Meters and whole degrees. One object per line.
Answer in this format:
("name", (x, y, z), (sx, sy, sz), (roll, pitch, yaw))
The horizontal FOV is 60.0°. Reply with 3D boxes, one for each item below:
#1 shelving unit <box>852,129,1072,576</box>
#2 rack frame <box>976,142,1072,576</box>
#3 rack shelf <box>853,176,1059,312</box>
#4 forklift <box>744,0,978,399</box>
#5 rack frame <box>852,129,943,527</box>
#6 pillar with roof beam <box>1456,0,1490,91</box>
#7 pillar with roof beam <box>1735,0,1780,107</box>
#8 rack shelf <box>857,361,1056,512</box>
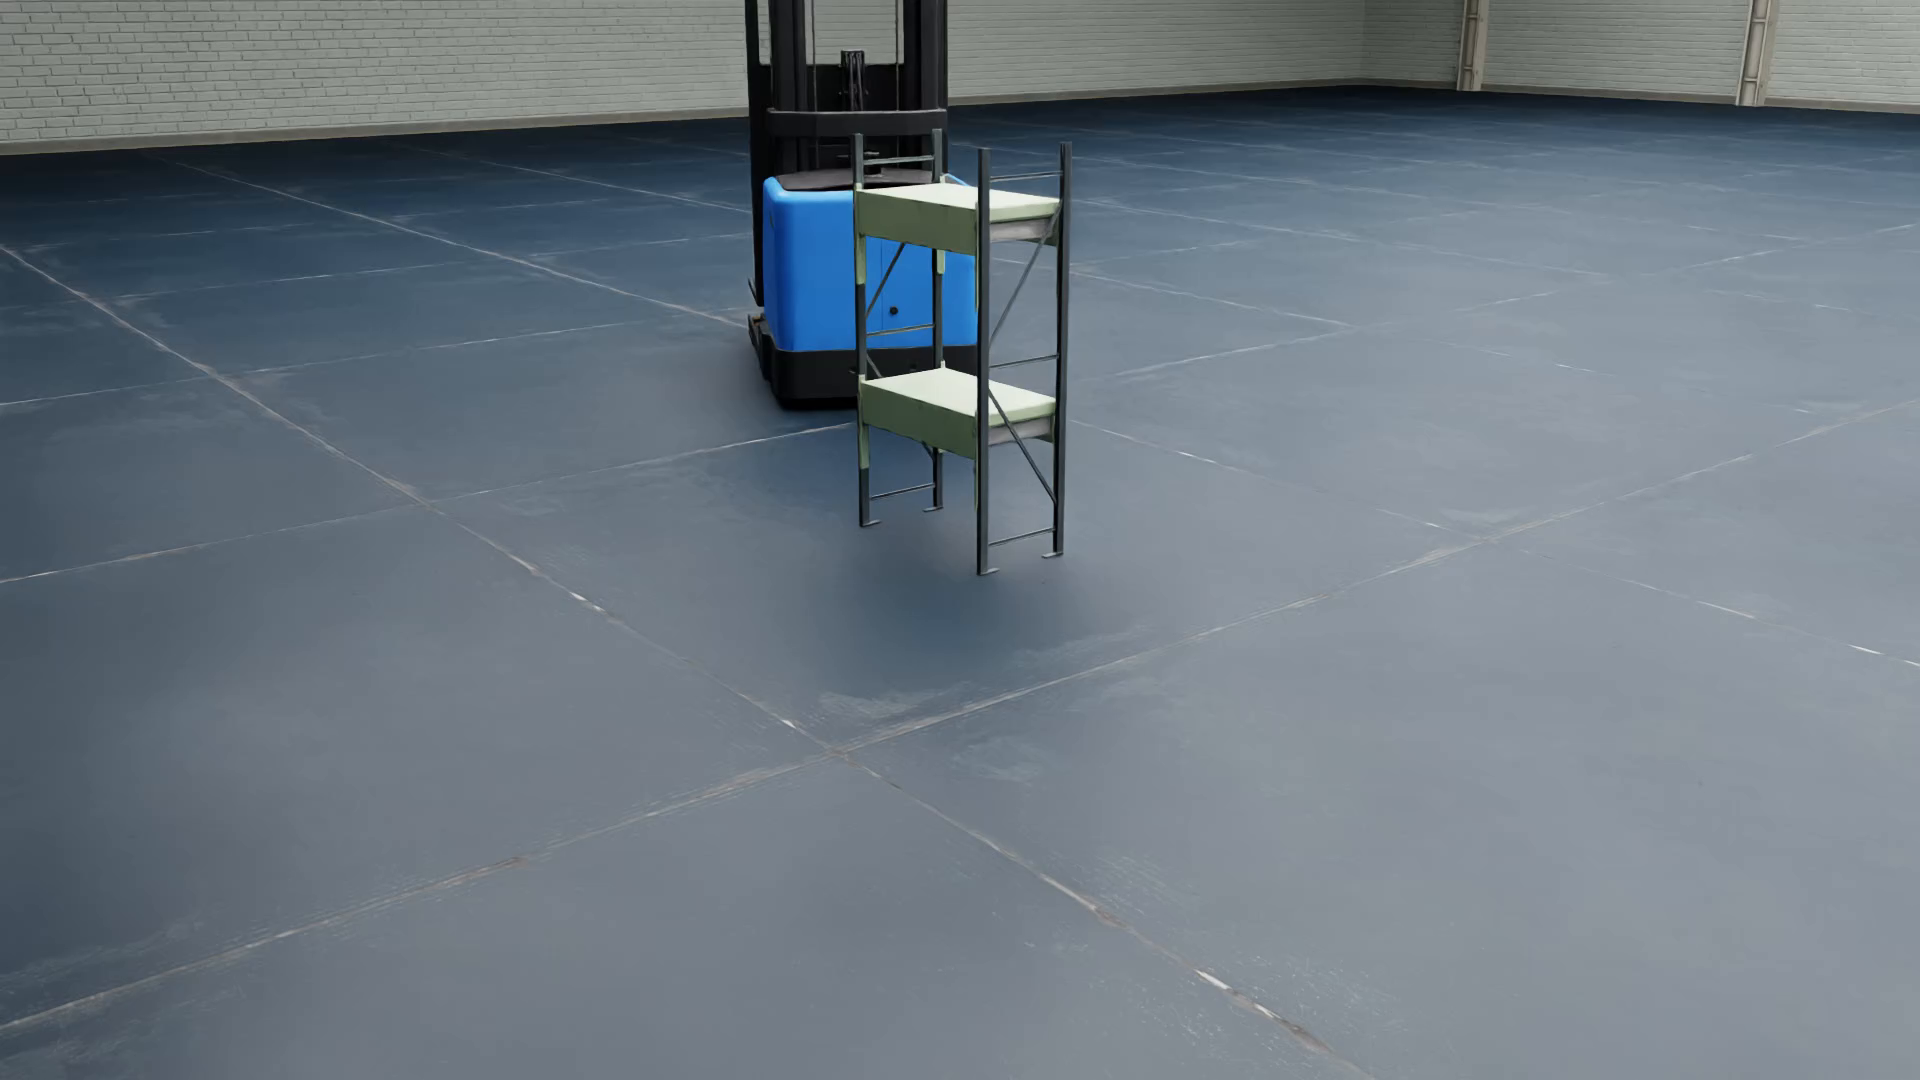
("shelving unit", (-0.004, -0.714, 6.132), (0.431, 1.500, 0.755), (-14, 23, -36))
("rack frame", (0.223, -0.623, 5.859), (0.400, 1.500, 0.023), (-14, 23, -36))
("rack shelf", (-0.004, -1.084, 6.009), (0.431, 0.370, 0.720), (-14, 23, -36))
("forklift", (-0.654, -2.514, 9.292), (1.130, 2.935, 3.031), (-3, 19, -10))
("rack frame", (-0.231, -0.804, 6.404), (0.400, 1.500, 0.023), (-14, 23, -36))
("pillar with roof beam", (7.208, -12.780, 30.642), (9.100, 9.000, 0.400), (-14, 23, -36))
("pillar with roof beam", (10.933, -11.302, 26.178), (9.100, 9.000, 0.400), (-14, 23, -36))
("rack shelf", (-0.004, -0.404, 6.234), (0.431, 0.370, 0.720), (-14, 23, -36))
